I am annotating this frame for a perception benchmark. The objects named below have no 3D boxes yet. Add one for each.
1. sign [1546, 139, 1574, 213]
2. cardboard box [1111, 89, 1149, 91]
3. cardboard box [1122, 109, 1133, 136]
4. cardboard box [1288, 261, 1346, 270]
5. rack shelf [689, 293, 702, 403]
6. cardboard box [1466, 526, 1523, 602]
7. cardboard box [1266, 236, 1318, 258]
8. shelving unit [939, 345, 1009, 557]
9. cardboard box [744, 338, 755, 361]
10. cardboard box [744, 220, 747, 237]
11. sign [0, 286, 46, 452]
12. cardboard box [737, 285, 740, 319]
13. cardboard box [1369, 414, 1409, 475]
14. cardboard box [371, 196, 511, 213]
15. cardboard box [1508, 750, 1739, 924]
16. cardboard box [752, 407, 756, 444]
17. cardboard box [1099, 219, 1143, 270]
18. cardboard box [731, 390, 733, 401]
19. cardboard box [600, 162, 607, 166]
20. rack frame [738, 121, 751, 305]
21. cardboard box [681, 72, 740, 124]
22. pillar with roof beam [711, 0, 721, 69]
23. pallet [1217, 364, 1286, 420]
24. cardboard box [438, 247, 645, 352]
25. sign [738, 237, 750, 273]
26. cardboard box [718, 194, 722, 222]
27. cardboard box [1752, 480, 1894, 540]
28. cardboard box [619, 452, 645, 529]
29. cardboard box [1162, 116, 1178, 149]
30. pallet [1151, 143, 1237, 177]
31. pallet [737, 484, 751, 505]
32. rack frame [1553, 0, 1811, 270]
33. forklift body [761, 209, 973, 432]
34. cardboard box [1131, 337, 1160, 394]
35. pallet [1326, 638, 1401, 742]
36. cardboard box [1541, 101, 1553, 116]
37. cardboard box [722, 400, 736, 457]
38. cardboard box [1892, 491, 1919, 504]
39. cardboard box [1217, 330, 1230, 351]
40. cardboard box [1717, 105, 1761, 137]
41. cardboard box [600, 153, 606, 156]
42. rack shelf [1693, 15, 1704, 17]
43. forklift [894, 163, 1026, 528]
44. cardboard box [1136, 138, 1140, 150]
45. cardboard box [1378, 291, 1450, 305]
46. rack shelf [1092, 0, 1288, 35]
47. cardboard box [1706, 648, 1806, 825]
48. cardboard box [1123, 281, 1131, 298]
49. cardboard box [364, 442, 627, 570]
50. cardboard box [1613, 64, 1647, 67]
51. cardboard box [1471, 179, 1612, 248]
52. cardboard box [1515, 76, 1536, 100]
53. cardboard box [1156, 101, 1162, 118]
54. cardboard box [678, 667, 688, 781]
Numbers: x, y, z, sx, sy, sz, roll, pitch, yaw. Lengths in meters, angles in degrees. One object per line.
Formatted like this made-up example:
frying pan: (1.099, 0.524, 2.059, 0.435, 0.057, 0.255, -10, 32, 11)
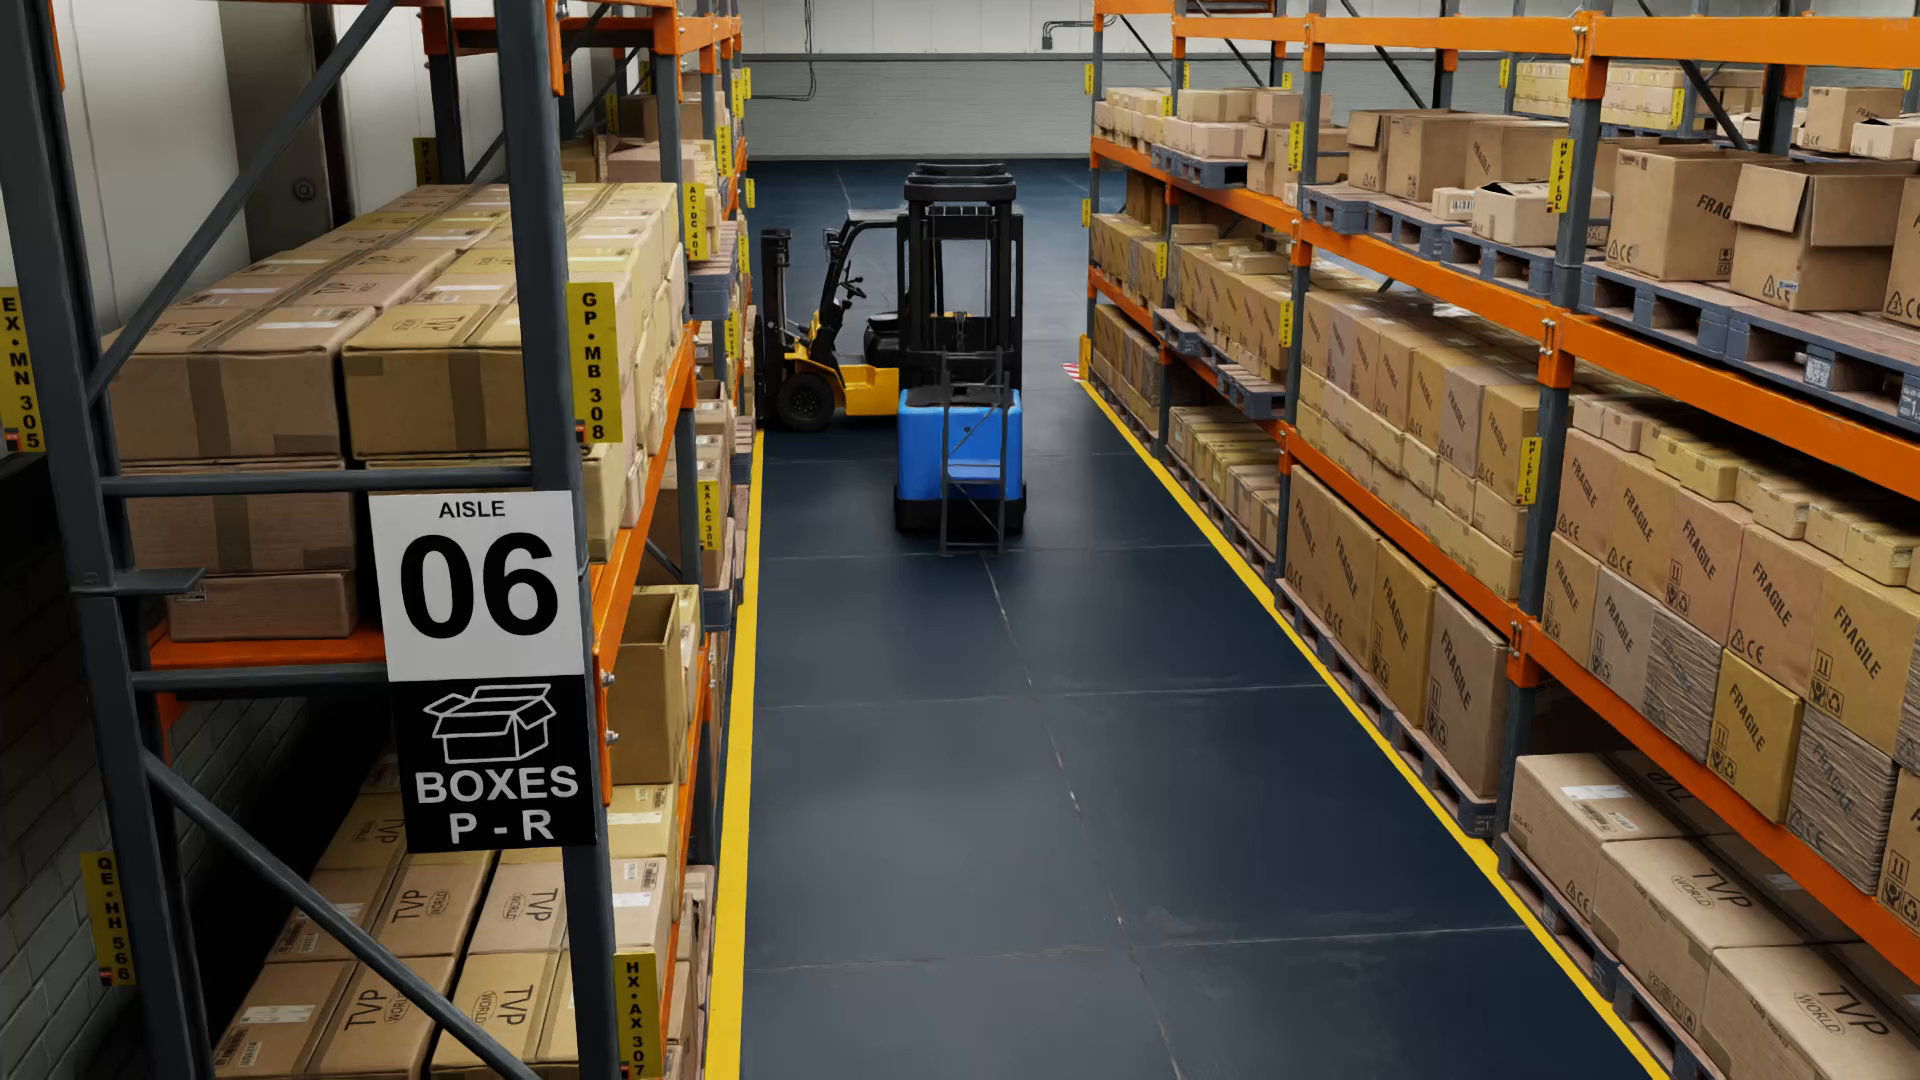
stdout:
sign: (2.712, -1.642, 7.504, 0.100, 0.325, 0.005, -2, 18, -6)
cardboard box: (1.853, -4.838, 18.159, 0.380, 0.149, 0.250, -2, 18, -6)
cardboard box: (1.954, -4.296, 17.099, 0.500, 0.250, 0.500, -1, 17, -4)
cardboard box: (2.856, -2.019, 13.736, 0.500, 0.500, 0.500, -2, 18, -8)
rack shelf: (-1.892, -1.363, 9.205, 1.077, 0.370, 4.000, -2, 18, -6)
cardboard box: (2.954, 0.112, 8.564, 0.500, 0.250, 0.500, -2, 18, -7)
cardboard box: (2.834, -2.500, 14.186, 0.380, 0.149, 0.250, -3, 18, -8)
shelving unit: (0.096, -0.738, 13.511, 0.538, 1.500, 1.048, 1, 18, -2)
cardboard box: (-2.354, -1.883, 16.887, 0.500, 0.250, 0.500, -1, 17, -4)
cardboard box: (-2.553, -3.442, 18.383, 0.380, 0.149, 0.250, -1, 17, -5)
sign: (-1.827, -0.330, 3.235, 0.100, 0.325, 0.005, -2, 18, -6)
cardboard box: (-2.206, -2.091, 14.747, 0.500, 0.250, 0.500, -2, 18, -7)
cardboard box: (2.776, -0.580, 9.931, 0.500, 0.250, 0.500, -1, 17, -5)
cardboard box: (-1.849, -1.109, 6.114, 0.500, 0.250, 0.500, -2, 18, -7)
cardboard box: (3.209, 1.379, 7.855, 0.875, 0.438, 0.875, -2, 18, -6)
cardboard box: (-2.232, -1.106, 16.081, 0.500, 0.250, 0.500, -2, 18, -5)
cardboard box: (1.843, -3.295, 18.501, 0.500, 0.500, 0.500, -1, 17, -4)
cardboard box: (-1.948, -1.089, 12.390, 0.500, 0.250, 0.500, -2, 18, -7)
cardboard box: (-2.018, -1.925, 8.847, 0.380, 0.149, 0.250, -1, 17, -4)
rack frame: (-2.924, -3.255, 19.036, 1.000, 3.000, 0.127, -2, 18, -6)
cardboard box: (-2.629, -4.549, 17.116, 0.700, 0.500, 0.500, -2, 18, -5)
pillar with roof beam: (-2.560, -14.953, 46.282, 9.100, 9.000, 0.400, -2, 18, -6)
pallet: (2.659, -1.143, 12.631, 1.213, 0.211, 1.003, -2, 18, -6)
cardboard box: (-1.168, -0.669, 4.712, 0.500, 0.250, 0.500, -2, 18, -6)
sign: (-1.972, -2.597, 15.141, 0.100, 0.325, 0.005, -2, 18, -6)
cardboard box: (-1.446, -1.720, 8.692, 0.380, 0.149, 0.250, -1, 17, -4)
cardboard box: (3.164, -0.112, 6.106, 0.380, 0.149, 0.250, -2, 18, -5)
cardboard box: (-1.061, -0.133, 4.504, 0.380, 0.149, 0.250, -1, 17, -4)
cardboard box: (2.087, -3.591, 14.648, 0.500, 0.250, 0.500, -2, 18, -7)
pallet: (2.384, -3.372, 14.715, 1.213, 0.211, 1.003, -2, 18, -6)
pallet: (-2.396, -0.514, 14.962, 1.003, 0.211, 1.213, -2, 18, -6)
rack frame: (3.251, -2.696, 7.242, 1.000, 3.000, 0.127, -2, 18, -6)
forklift body: (-0.913, -2.341, 17.543, 2.313, 2.155, 1.214, -2, 18, -6)
cardboard box: (2.044, -1.783, 16.986, 0.500, 0.500, 0.500, -1, 17, -5)
pallet: (2.967, 0.905, 10.443, 1.003, 0.211, 1.213, -2, 18, -6)
cardboard box: (6.722, -4.813, 18.545, 0.380, 0.149, 0.250, -2, 18, -5)
cardboard box: (-1.668, -0.696, 10.434, 0.500, 0.250, 0.500, -3, 18, -8)
cardboard box: (3.709, -0.131, 6.166, 0.380, 0.149, 0.250, -2, 18, -6)
cardboard box: (2.332, -1.656, 13.661, 0.380, 0.149, 0.250, -2, 18, -7)
cardboard box: (7.153, -3.828, 15.211, 0.258, 0.266, 0.396, -2, 18, -7)
cardboard box: (-2.221, -2.141, 9.570, 0.380, 0.149, 0.250, -2, 18, -6)
rack shelf: (7.545, -4.133, 13.686, 1.077, 0.370, 4.000, -2, 18, -6)
forklift: (0.001, -1.883, 14.781, 1.130, 2.935, 3.031, 0, 17, 0)
cardboard box: (2.025, -4.077, 17.066, 0.380, 0.149, 0.250, -2, 18, -6)
cardboard box: (3.152, -1.404, 11.306, 0.500, 0.500, 0.500, -2, 18, -7)
rack shelf: (2.220, -5.331, 16.840, 1.077, 0.370, 4.000, -2, 18, -6)
cardboard box: (3.185, 0.718, 6.215, 0.500, 0.500, 0.500, -1, 17, -4)
cardboard box: (1.922, -2.639, 17.495, 0.380, 0.149, 0.250, -2, 18, -5)
cardboard box: (-1.047, -0.130, 3.829, 0.500, 0.250, 0.500, -2, 18, -6)
cardboard box: (7.402, -5.140, 18.253, 0.380, 0.149, 0.250, -2, 18, -5)
cardboard box: (2.951, -1.679, 8.457, 0.500, 0.311, 0.500, -2, 18, -6)
cardboard box: (6.721, -5.190, 19.079, 0.500, 0.250, 0.500, -2, 18, -6)
cardboard box: (2.073, -4.072, 15.720, 0.380, 0.149, 0.250, -2, 18, -7)
cardboard box: (-1.286, 0.692, 6.218, 0.500, 0.250, 0.500, -2, 18, -6)
